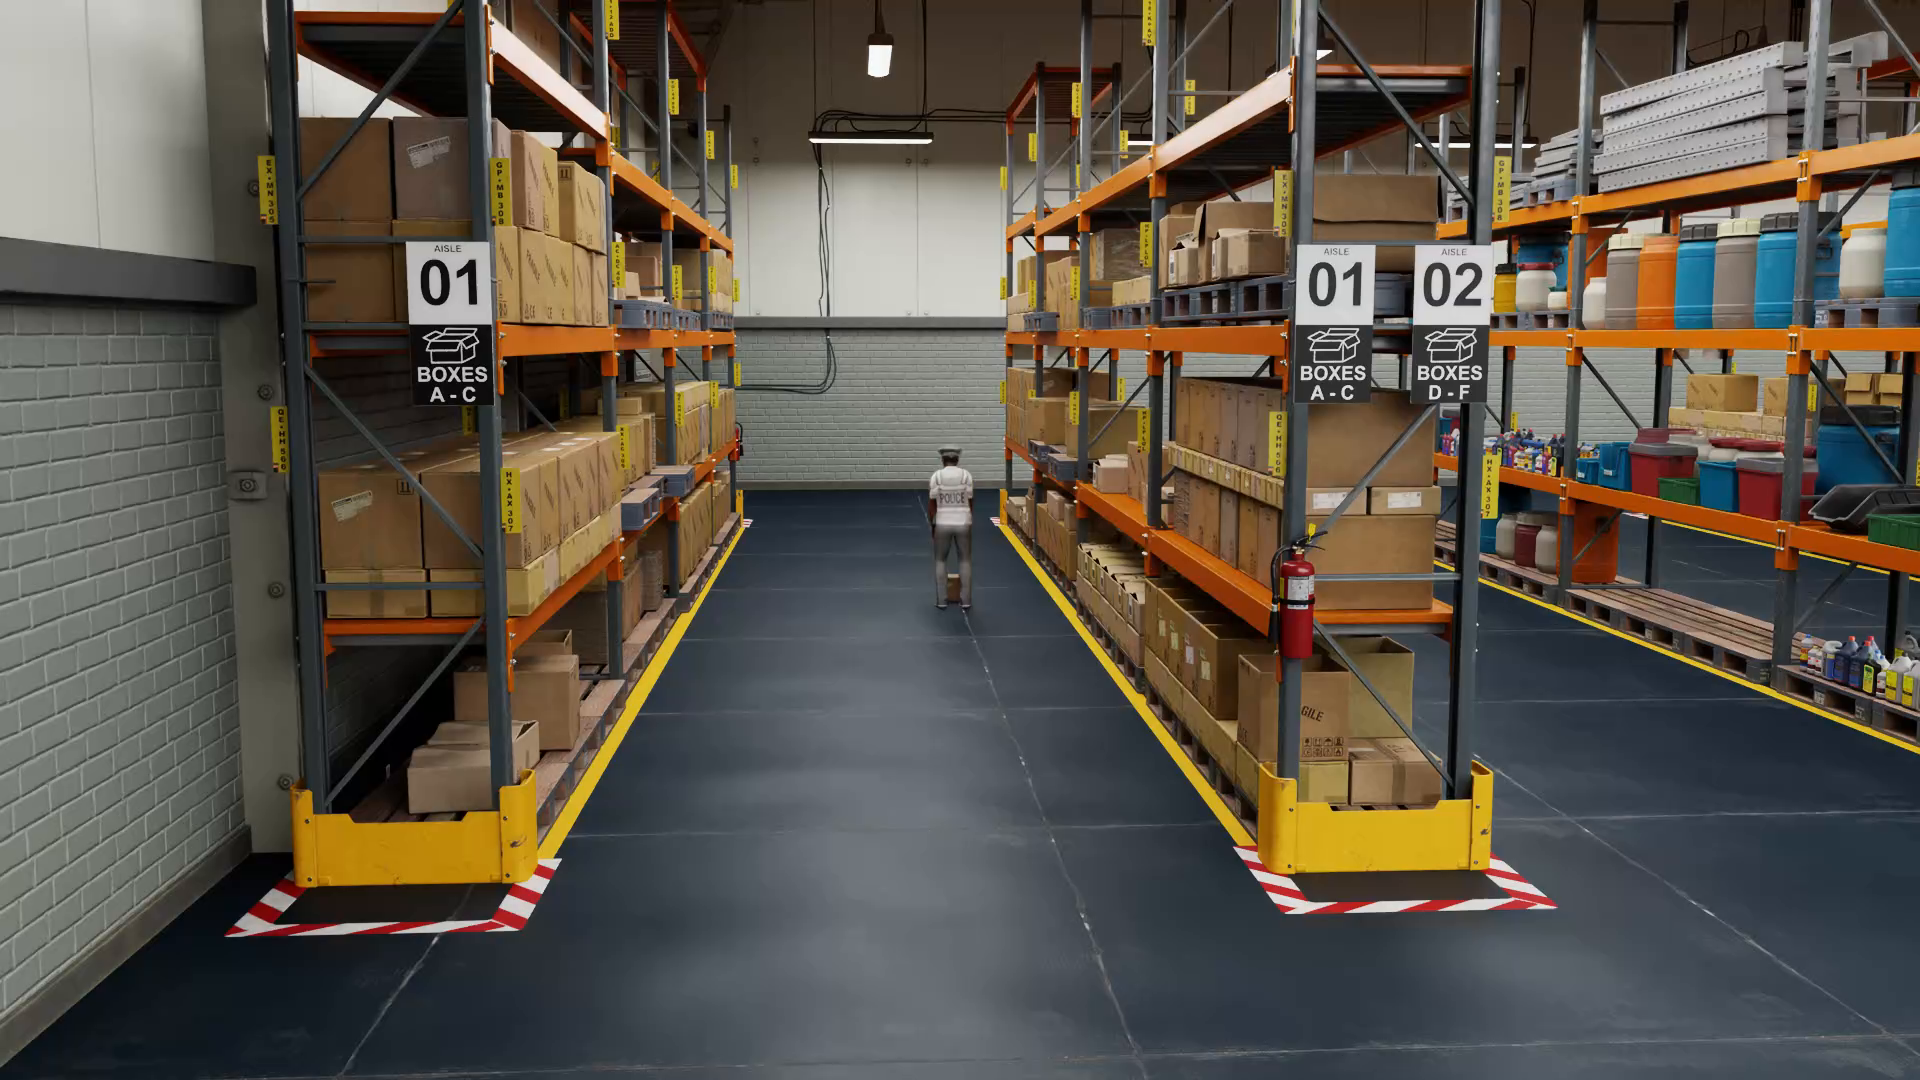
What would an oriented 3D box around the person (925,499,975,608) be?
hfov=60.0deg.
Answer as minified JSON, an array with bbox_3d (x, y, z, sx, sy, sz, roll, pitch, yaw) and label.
[{"bbox_3d":[-0.102,0.139,17.034,0.493,1.083,0.835,0,7,-4],"label":"person"}]
